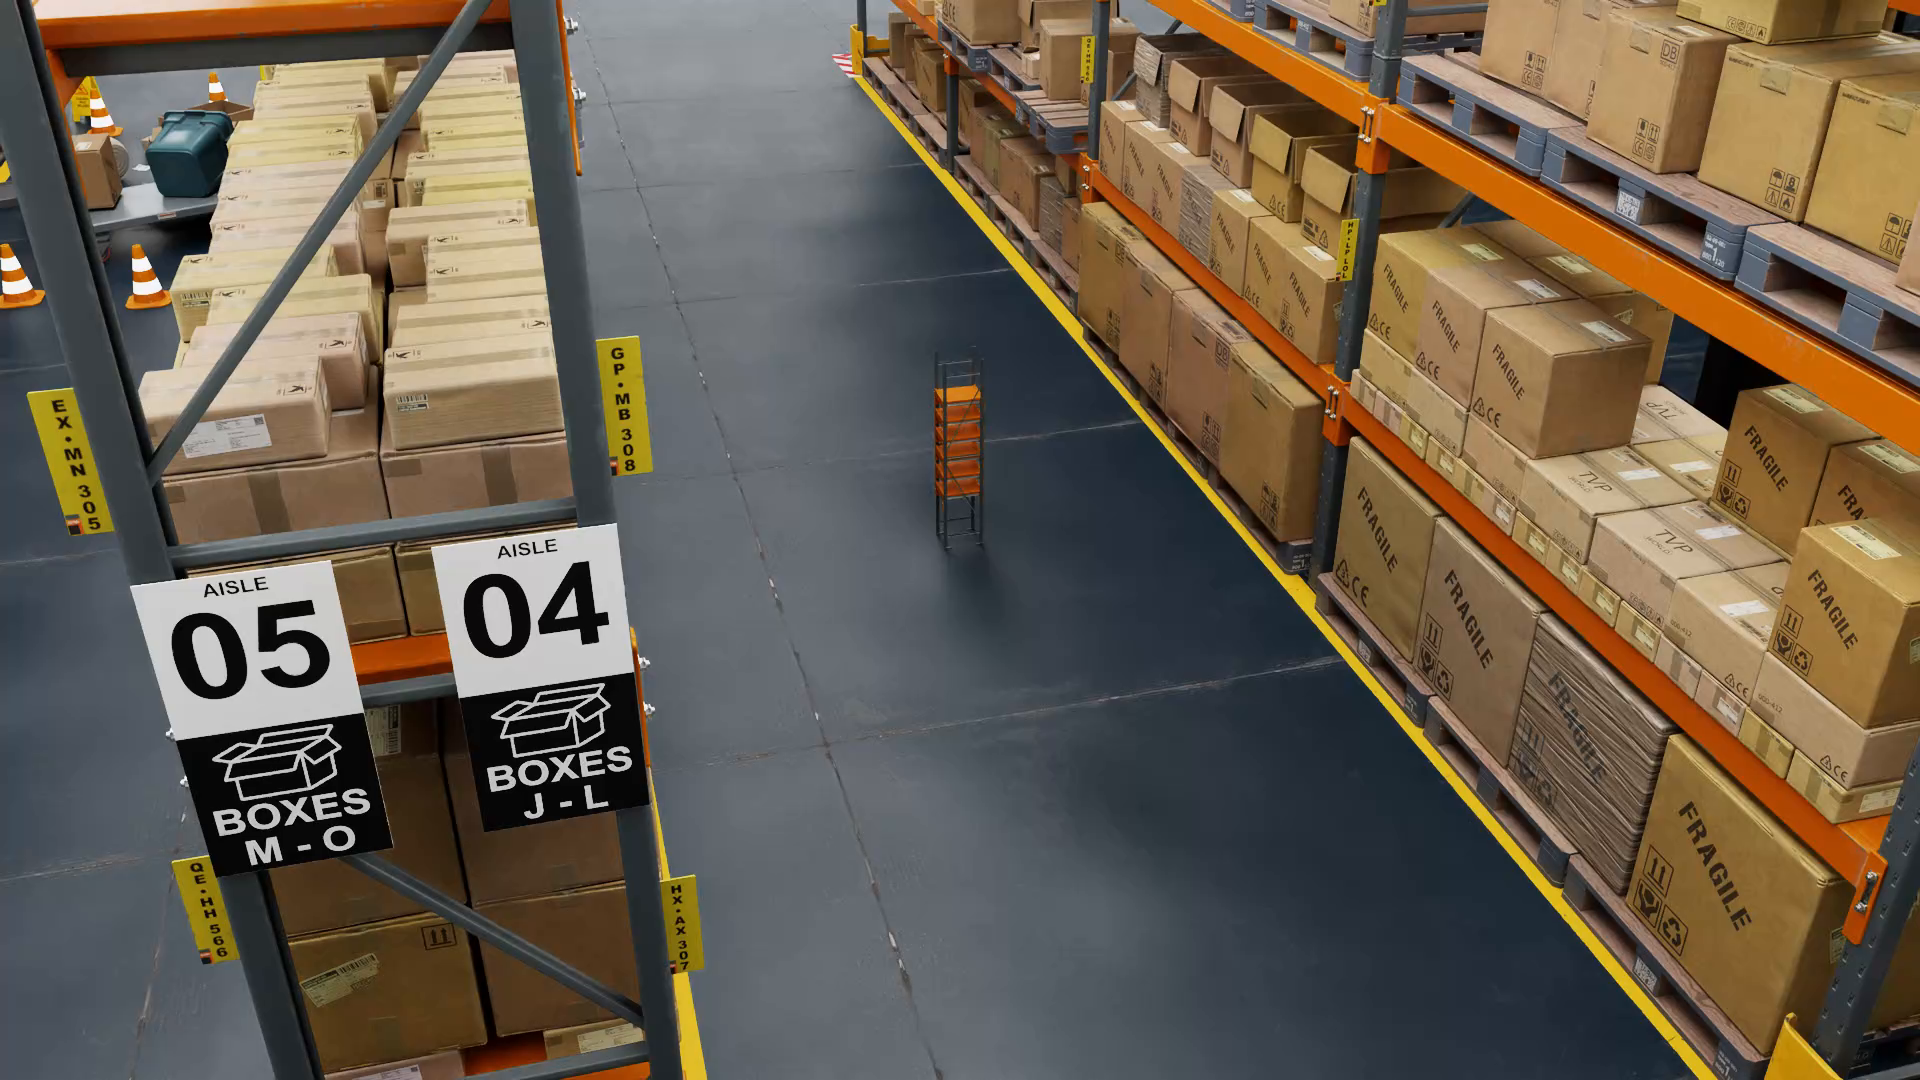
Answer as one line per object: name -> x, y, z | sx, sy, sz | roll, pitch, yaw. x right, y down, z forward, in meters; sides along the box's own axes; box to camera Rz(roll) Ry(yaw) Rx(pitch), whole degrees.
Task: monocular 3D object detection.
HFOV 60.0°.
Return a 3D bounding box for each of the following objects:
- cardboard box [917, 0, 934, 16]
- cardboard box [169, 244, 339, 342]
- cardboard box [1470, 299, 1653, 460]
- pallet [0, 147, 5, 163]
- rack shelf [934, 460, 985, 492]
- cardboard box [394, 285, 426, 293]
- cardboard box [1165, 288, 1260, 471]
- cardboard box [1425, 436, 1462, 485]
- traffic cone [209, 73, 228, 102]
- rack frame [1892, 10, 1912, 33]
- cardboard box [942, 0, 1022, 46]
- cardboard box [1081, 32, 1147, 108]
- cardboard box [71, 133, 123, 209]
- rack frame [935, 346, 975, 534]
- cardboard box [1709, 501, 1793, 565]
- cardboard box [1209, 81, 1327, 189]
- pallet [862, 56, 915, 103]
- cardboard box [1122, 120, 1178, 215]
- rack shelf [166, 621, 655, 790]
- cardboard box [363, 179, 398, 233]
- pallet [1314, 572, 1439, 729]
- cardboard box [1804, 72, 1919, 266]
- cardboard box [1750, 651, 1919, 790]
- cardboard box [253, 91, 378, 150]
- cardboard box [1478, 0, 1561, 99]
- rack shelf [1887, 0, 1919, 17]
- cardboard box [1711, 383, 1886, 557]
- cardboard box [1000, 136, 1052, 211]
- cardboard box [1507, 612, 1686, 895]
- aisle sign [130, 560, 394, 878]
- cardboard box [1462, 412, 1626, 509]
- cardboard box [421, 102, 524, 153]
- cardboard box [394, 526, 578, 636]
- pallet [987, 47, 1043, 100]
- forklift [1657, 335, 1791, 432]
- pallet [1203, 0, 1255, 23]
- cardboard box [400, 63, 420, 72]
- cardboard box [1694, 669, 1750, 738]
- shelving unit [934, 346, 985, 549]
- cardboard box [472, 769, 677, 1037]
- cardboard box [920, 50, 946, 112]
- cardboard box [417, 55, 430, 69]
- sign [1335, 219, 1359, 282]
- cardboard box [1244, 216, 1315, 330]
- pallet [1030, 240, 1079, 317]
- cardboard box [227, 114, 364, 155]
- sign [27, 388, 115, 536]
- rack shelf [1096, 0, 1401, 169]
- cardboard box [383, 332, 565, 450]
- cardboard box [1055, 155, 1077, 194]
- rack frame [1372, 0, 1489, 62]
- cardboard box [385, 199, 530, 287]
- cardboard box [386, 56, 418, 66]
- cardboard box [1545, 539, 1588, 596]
cardboard box -> -0.212, -5.258, 16.322 | 0.380, 0.149, 0.250 | -8, 31, -13
cardboard box -> -1.842, -0.652, 4.371 | 0.380, 0.149, 0.250 | -7, 31, -12
cardboard box -> 2.638, -0.715, 7.326 | 0.500, 0.500, 0.500 | -9, 31, -15
pallet -> -10.047, -3.919, 16.541 | 1.003, 0.211, 1.213 | -8, 31, -13
rack shelf -> -0.004, -0.384, 9.775 | 0.258, 0.103, 0.180 | -8, 31, -13
cardboard box -> -1.384, -0.733, 4.909 | 0.500, 0.250, 0.500 | -7, 31, -13
cardboard box -> 2.064, -1.082, 10.557 | 1.225, 0.875, 0.875 | -9, 31, -15
cardboard box -> 2.461, -0.405, 7.937 | 0.380, 0.149, 0.250 | -9, 31, -15
traffic cone -> -7.911, -4.737, 17.704 | 0.336, 0.463, 0.334 | -8, 31, -13
rack frame -> 9.920, -6.261, 17.803 | 1.000, 3.000, 0.127 | -8, 31, -13
cardboard box -> 0.444, -4.984, 14.580 | 1.000, 1.000, 1.000 | -8, 31, -13
cardboard box -> 1.248, -3.494, 12.504 | 0.500, 0.500, 0.500 | -12, 32, -19
cardboard box -> -7.479, -3.125, 14.125 | 0.500, 0.500, 0.500 | -8, 31, -13
rack frame -> -0.028, -0.570, 9.769 | 0.240, 1.200, 0.006 | -8, 31, -13
cardboard box -> 3.411, 0.025, 6.796 | 0.500, 0.250, 0.500 | -9, 31, -15
cardboard box -> 1.963, -2.497, 10.200 | 0.797, 0.503, 0.637 | -7, 31, -12
pallet -> -0.492, -5.237, 18.818 | 1.003, 0.211, 1.213 | -8, 31, -13
cardboard box -> 1.435, -2.537, 11.270 | 0.500, 0.500, 0.500 | -9, 31, -15
rack shelf -> -1.787, -0.492, 5.560 | 1.077, 0.370, 4.000 | -8, 31, -13
cardboard box -> -2.017, -0.917, 5.228 | 0.500, 0.250, 0.500 | -9, 31, -15
pallet -> 2.617, 0.503, 8.901 | 1.003, 0.211, 1.213 | -8, 31, -13
cardboard box -> 3.330, -1.248, 5.530 | 0.700, 0.500, 0.500 | -9, 31, -15
cardboard box -> 3.168, 0.588, 5.824 | 0.500, 0.250, 0.500 | -8, 31, -14
cardboard box -> -2.199, -1.417, 5.693 | 0.380, 0.149, 0.250 | -9, 31, -15
cardboard box -> 2.757, -2.278, 7.309 | 0.700, 0.500, 0.500 | -10, 31, -16
rack shelf -> 10.451, -4.983, 16.315 | 1.077, 0.370, 4.000 | -8, 31, -13
cardboard box -> 3.410, -0.297, 6.603 | 0.500, 0.500, 0.500 | -9, 31, -15
cardboard box -> 0.767, -3.251, 14.660 | 0.700, 0.500, 0.500 | -11, 32, -18
cardboard box -> 3.064, 0.850, 7.220 | 0.875, 0.875, 0.875 | -8, 31, -13
aisle sign -> -1.526, 0.411, 3.681 | 0.394, 0.787, 0.004 | -8, 31, -13
cardboard box -> 2.633, -0.393, 7.519 | 0.500, 0.250, 0.500 | -7, 31, -12
cardboard box -> -1.603, -1.357, 5.590 | 0.380, 0.149, 0.250 | -8, 31, -14
cardboard box -> -1.129, -0.023, 4.182 | 0.500, 0.250, 0.500 | -7, 31, -12
pallet -> 0.865, -3.881, 13.884 | 1.003, 0.211, 1.213 | -8, 31, -13
forklift -> 4.769, -1.527, 9.694 | 1.130, 2.935, 3.031 | -7, 31, -12
pallet -> 1.951, -3.386, 10.031 | 1.003, 0.211, 1.213 | -6, 31, -11
cardboard box -> -1.950, -1.731, 6.634 | 0.500, 0.250, 0.500 | -9, 31, -16
cardboard box -> 3.004, 0.584, 6.229 | 0.380, 0.149, 0.250 | -8, 31, -13
shelving unit -> -0.004, -0.526, 9.693 | 0.258, 1.200, 0.189 | -8, 31, -13
cardboard box -> -1.109, 1.035, 4.801 | 0.500, 0.500, 0.500 | -6, 31, -11
cardboard box -> -0.100, -4.809, 17.371 | 0.500, 0.500, 0.500 | -11, 32, -18
cardboard box -> -1.891, -1.852, 6.445 | 0.380, 0.149, 0.250 | -7, 31, -12
sign -> 1.971, -1.472, 8.452 | 0.100, 0.325, 0.005 | -8, 31, -13
cardboard box -> 1.979, -1.554, 9.572 | 0.500, 0.500, 0.500 | -7, 31, -12
pallet -> 1.223, -2.184, 13.544 | 1.003, 0.211, 1.213 | -8, 31, -13
cardboard box -> -2.172, -1.279, 5.455 | 0.380, 0.149, 0.250 | -6, 31, -11
sign -> -1.796, -0.156, 3.379 | 0.100, 0.325, 0.005 | -8, 31, -13
rack shelf -> 1.960, -3.034, 9.953 | 1.077, 0.370, 4.000 | -8, 31, -13
cardboard box -> -1.122, -0.348, 3.846 | 0.380, 0.149, 0.250 | -8, 31, -14
cardboard box -> 1.072, -3.021, 13.514 | 0.500, 0.250, 0.500 | -4, 30, -8
rack frame -> 2.491, -3.678, 7.352 | 1.000, 3.000, 0.127 | -8, 31, -13
cardboard box -> -1.409, -0.842, 4.700 | 0.380, 0.149, 0.250 | -7, 31, -12
cardboard box -> -2.312, -2.192, 7.260 | 0.700, 0.500, 0.500 | -8, 31, -13
cardboard box -> 2.735, 0.093, 7.078 | 0.380, 0.149, 0.250 | -7, 31, -12
